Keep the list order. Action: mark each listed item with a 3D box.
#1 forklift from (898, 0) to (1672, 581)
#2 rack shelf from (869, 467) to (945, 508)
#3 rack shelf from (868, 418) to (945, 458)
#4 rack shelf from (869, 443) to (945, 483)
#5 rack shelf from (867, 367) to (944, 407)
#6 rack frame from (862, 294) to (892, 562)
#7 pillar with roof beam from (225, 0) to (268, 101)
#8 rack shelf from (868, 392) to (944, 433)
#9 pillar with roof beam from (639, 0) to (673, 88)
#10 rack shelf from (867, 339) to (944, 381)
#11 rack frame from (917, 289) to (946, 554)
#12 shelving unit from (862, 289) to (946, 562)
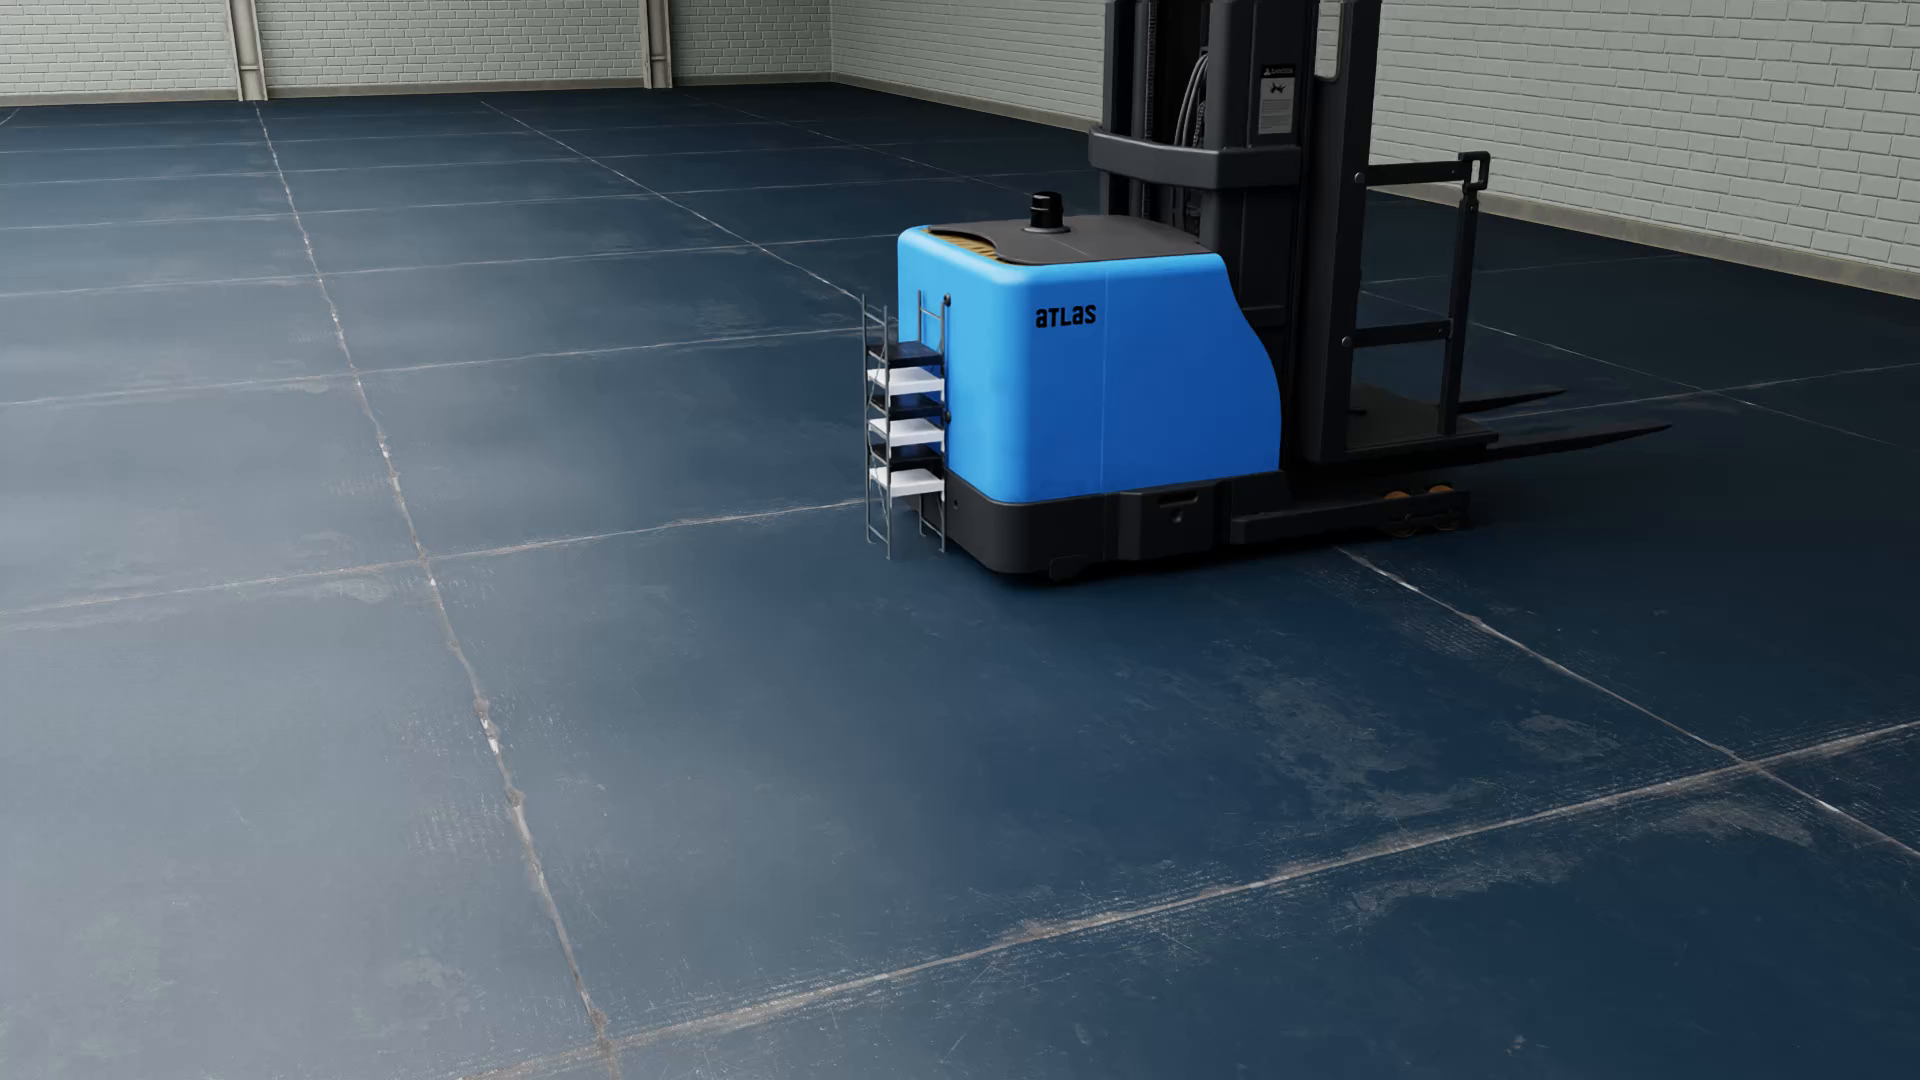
[{"bbox_3d":[1.328,-1.544,5.994,3.031,2.935,1.130,-8,21,-21],"label":"forklift"},{"bbox_3d":[-0.194,-0.197,5.868,0.200,0.077,0.258,-8,21,-21],"label":"rack shelf"},{"bbox_3d":[-0.194,-0.366,5.808,0.200,0.077,0.258,-8,21,-21],"label":"rack shelf"},{"bbox_3d":[-0.194,-0.281,5.838,0.200,0.077,0.258,-8,21,-21],"label":"rack shelf"},{"bbox_3d":[-0.194,-0.536,5.748,0.200,0.077,0.258,-8,21,-21],"label":"rack shelf"},{"bbox_3d":[-0.288,-0.385,5.760,0.006,0.900,0.240,-8,21,-21],"label":"rack frame"},{"bbox_3d":[-8.619,-9.365,19.071,0.400,9.000,9.100,-8,21,-22],"label":"pillar with roof beam"},{"bbox_3d":[-0.194,-0.451,5.778,0.200,0.077,0.258,-8,21,-21],"label":"rack shelf"},{"bbox_3d":[-3.109,-10.155,21.313,0.400,9.000,9.100,-8,21,-22],"label":"pillar with roof beam"},{"bbox_3d":[-0.194,-0.621,5.718,0.200,0.077,0.258,-8,21,-21],"label":"rack shelf"},{"bbox_3d":[-0.100,-0.411,5.833,0.006,0.900,0.240,-8,21,-21],"label":"rack frame"},{"bbox_3d":[-0.194,-0.398,5.797,0.210,0.900,0.258,-8,21,-21],"label":"shelving unit"}]
